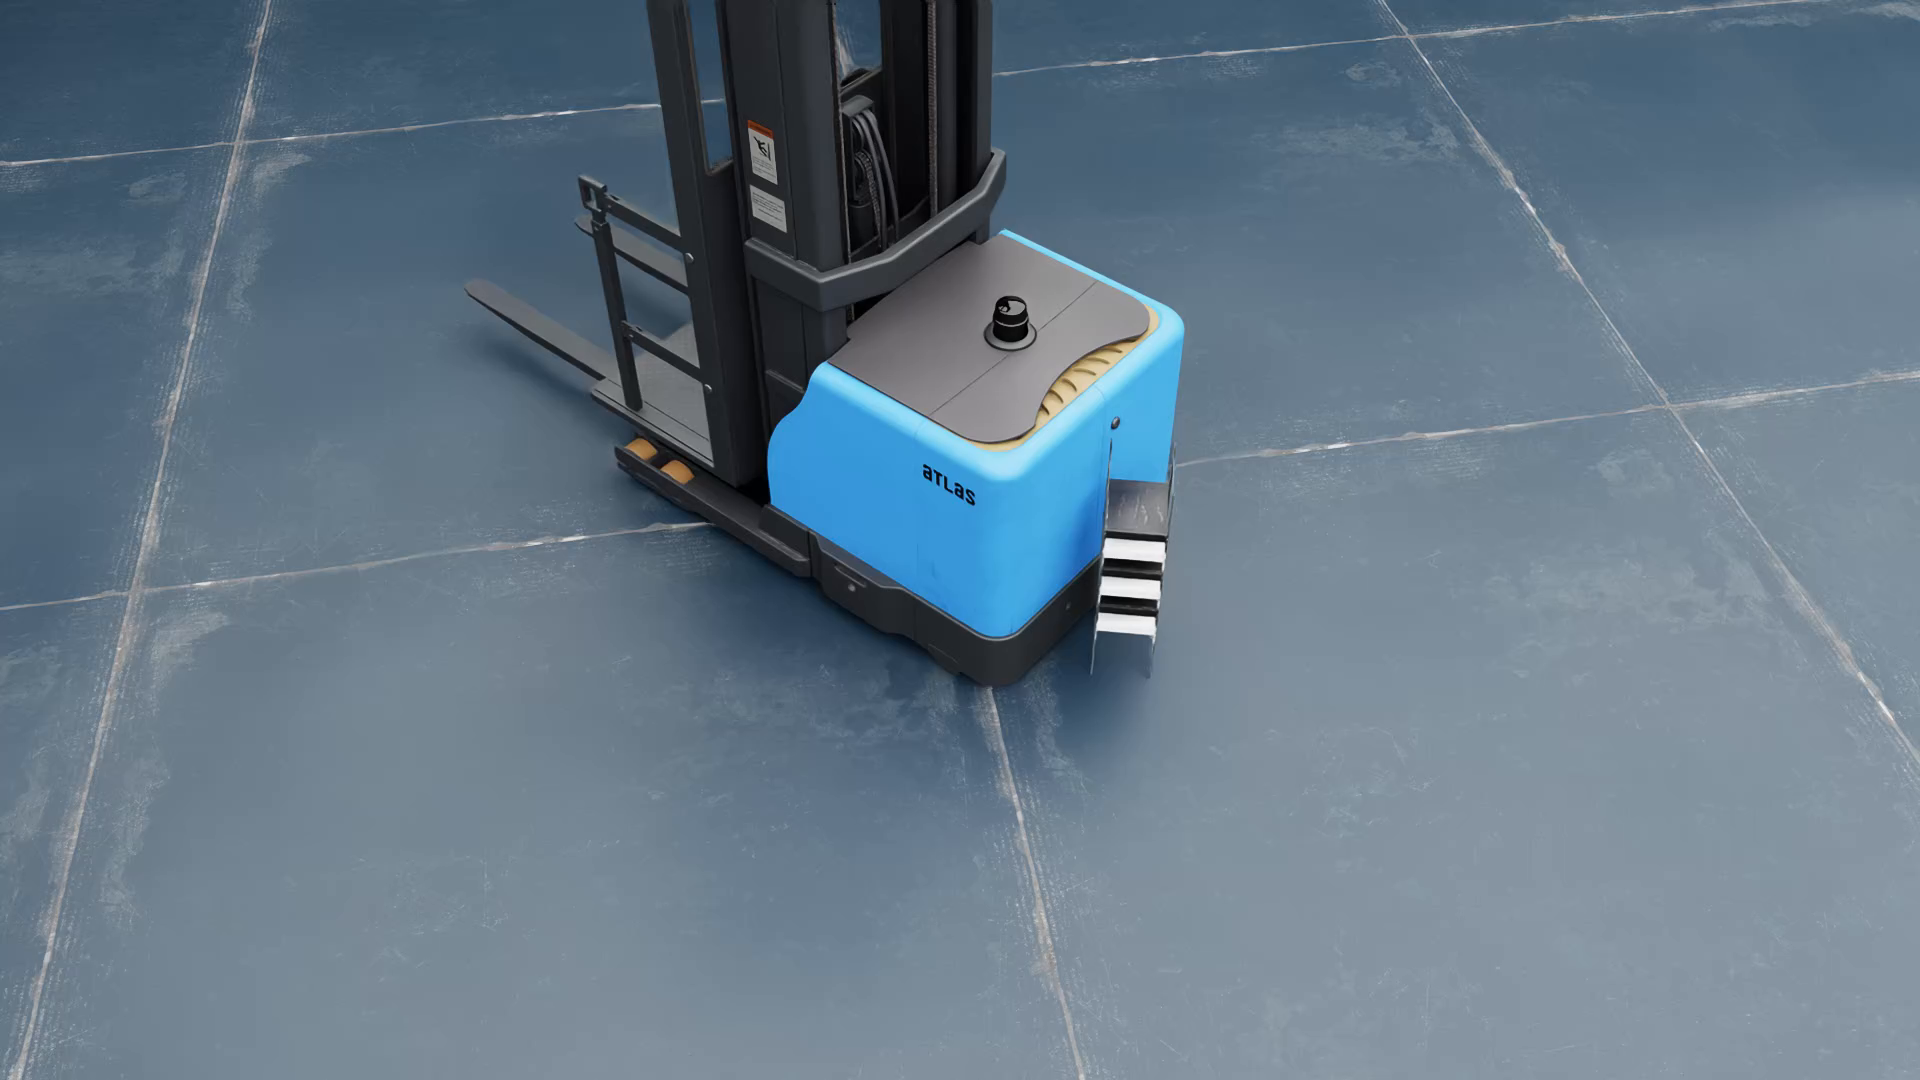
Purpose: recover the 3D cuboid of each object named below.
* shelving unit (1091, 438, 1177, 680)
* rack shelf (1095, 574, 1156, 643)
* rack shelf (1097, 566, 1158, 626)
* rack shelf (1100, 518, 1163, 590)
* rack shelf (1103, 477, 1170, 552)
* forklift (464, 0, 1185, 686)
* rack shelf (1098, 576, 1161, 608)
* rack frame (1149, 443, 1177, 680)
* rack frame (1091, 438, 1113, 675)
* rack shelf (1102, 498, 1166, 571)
[{"bbox_3d":[0.573,0.080,5.548,0.210,0.900,0.258,5,46,4],"label":"shelving unit"},{"bbox_3d":[0.573,0.228,5.702,0.200,0.077,0.258,5,46,4],"label":"rack shelf"},{"bbox_3d":[0.573,0.165,5.637,0.200,0.077,0.258,5,46,4],"label":"rack shelf"},{"bbox_3d":[0.573,0.041,5.507,0.200,0.077,0.258,5,46,4],"label":"rack shelf"},{"bbox_3d":[0.573,-0.084,5.377,0.200,0.077,0.258,5,46,4],"label":"rack shelf"},{"bbox_3d":[-0.701,-1.421,5.583,3.031,2.935,1.130,31,53,26],"label":"forklift"},{"bbox_3d":[0.573,0.103,5.572,0.200,0.077,0.258,5,46,4],"label":"rack shelf"},{"bbox_3d":[0.674,0.088,5.540,0.006,0.900,0.240,5,46,4],"label":"rack frame"},{"bbox_3d":[0.472,0.072,5.556,0.006,0.900,0.240,5,46,4],"label":"rack frame"},{"bbox_3d":[0.573,-0.022,5.442,0.200,0.077,0.258,5,46,4],"label":"rack shelf"}]
